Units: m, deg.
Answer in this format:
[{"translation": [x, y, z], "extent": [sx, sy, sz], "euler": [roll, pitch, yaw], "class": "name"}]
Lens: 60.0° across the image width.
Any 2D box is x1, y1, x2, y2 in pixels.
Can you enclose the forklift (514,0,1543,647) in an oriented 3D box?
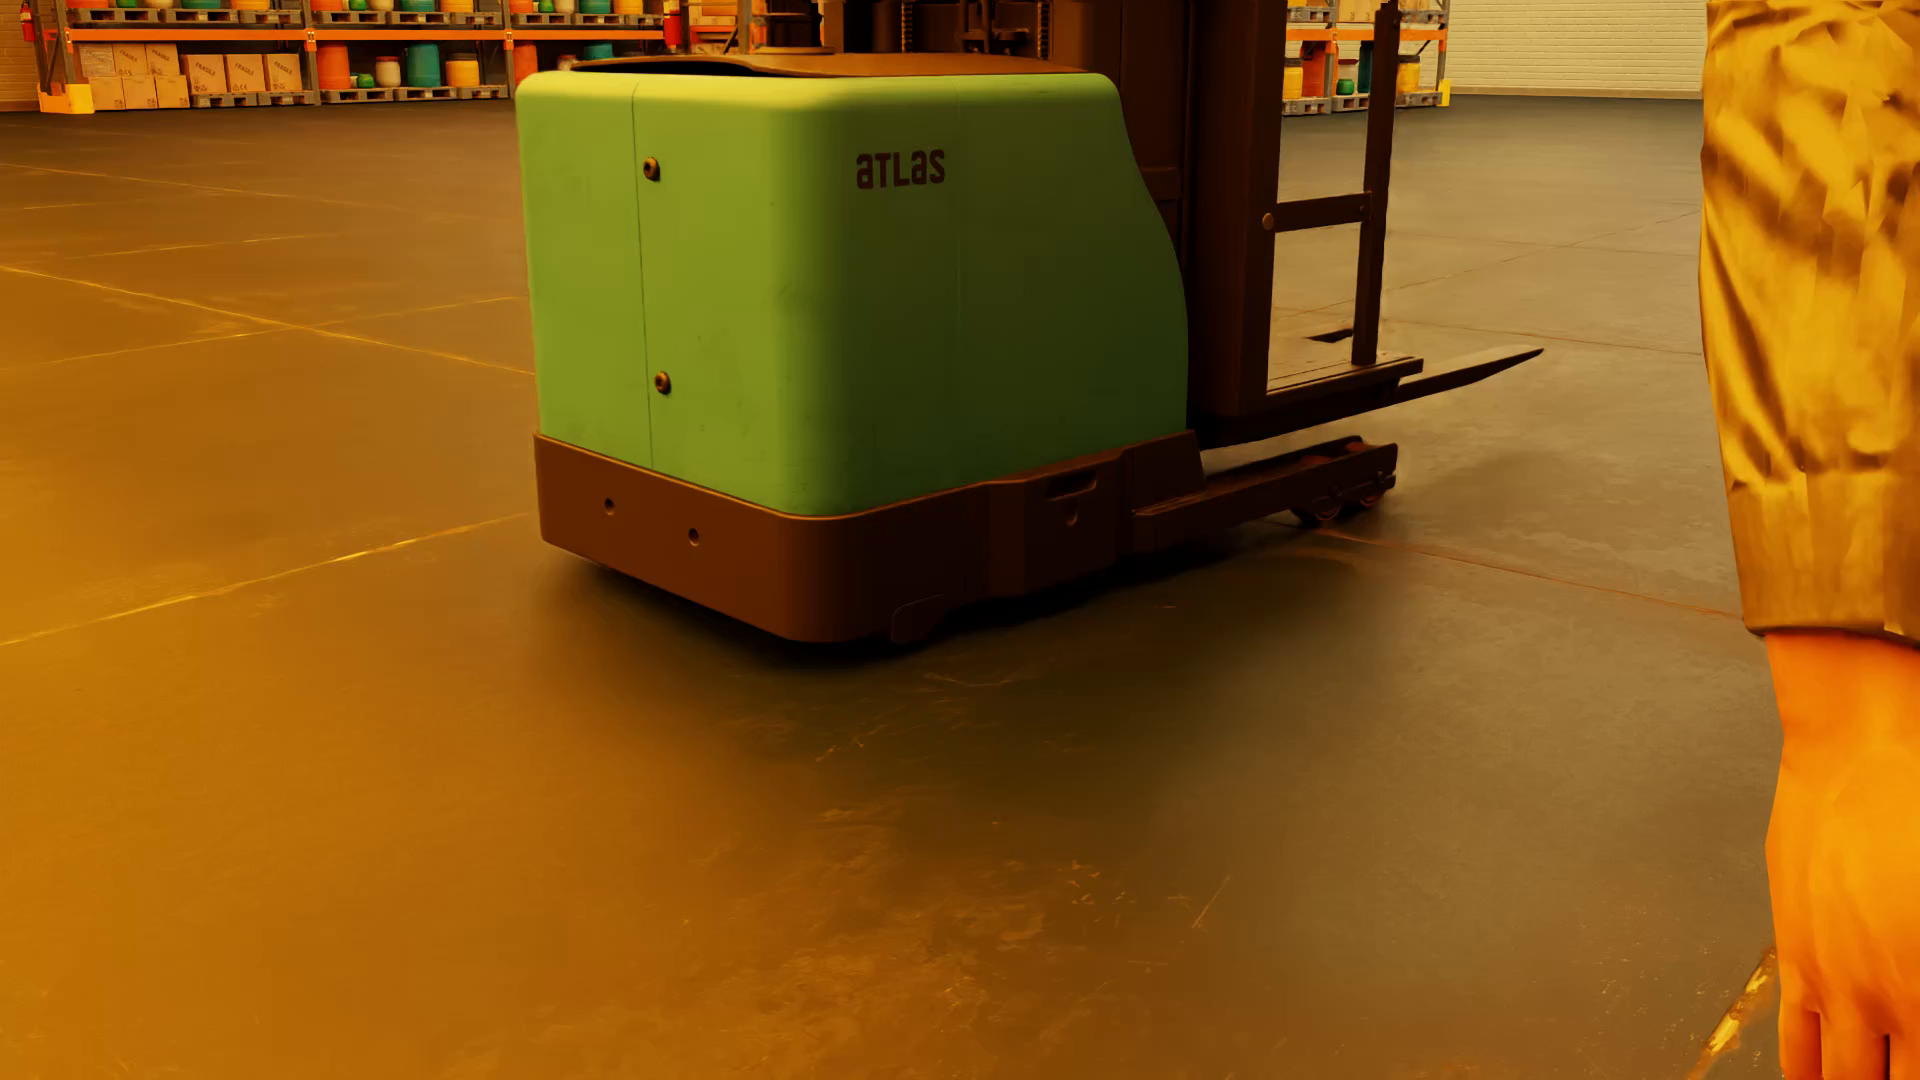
[{"translation": [0.471, -1.544, 3.982], "extent": [3.031, 2.935, 1.130], "euler": [-16, 23, -41], "class": "forklift"}]
